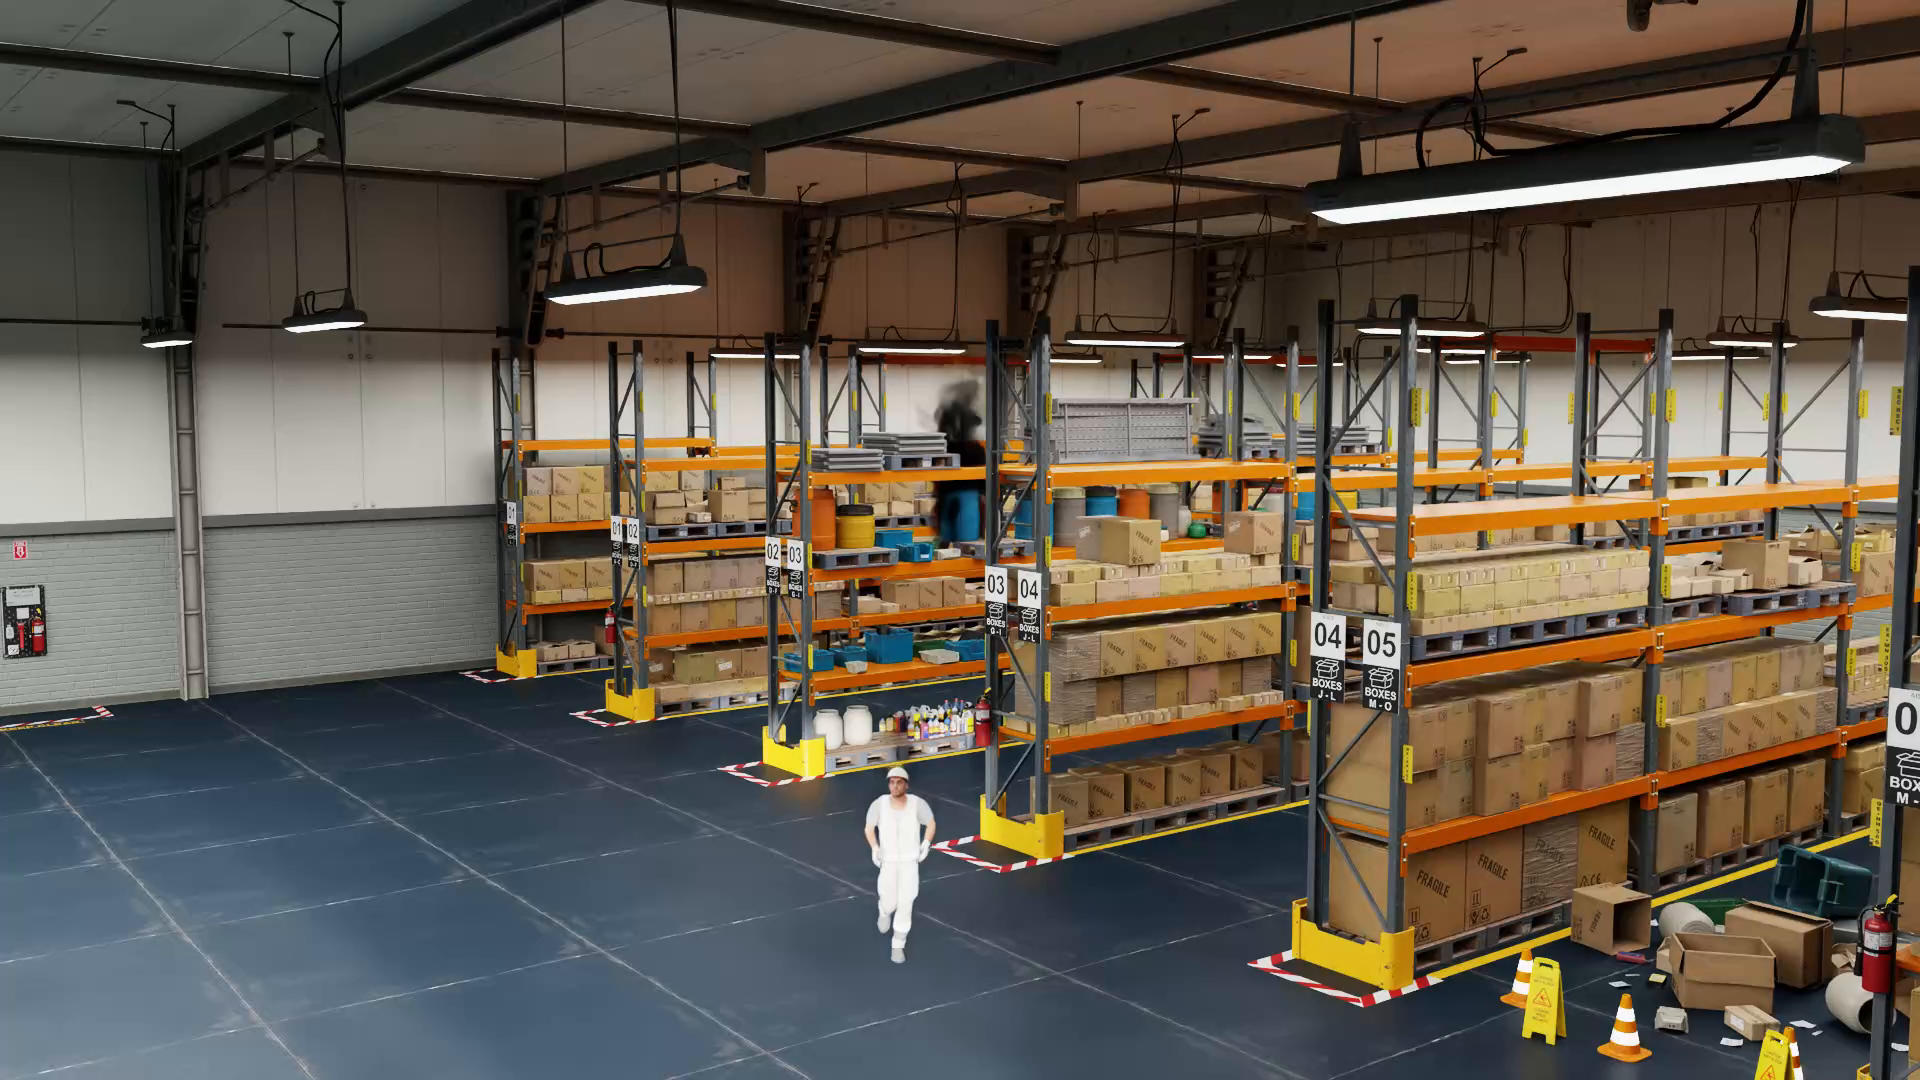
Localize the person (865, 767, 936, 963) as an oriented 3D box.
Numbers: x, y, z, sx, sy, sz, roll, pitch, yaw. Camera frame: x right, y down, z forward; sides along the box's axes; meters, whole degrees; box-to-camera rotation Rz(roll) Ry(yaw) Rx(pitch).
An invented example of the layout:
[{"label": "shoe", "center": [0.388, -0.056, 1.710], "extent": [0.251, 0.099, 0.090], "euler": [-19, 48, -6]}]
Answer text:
[{"label": "person", "center": [-0.549, 2.951, 15.381], "extent": [0.657, 1.764, 0.700], "euler": [0, 5, -1]}]

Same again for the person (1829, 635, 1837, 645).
[{"label": "person", "center": [12.669, 2.226, 23.931], "extent": [0.867, 1.725, 0.623], "euler": [-3, 6, -30]}]

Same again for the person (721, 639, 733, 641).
[{"label": "person", "center": [-4.138, 1.667, 30.024], "extent": [0.664, 1.725, 0.954], "euler": [5, 7, 44]}]
